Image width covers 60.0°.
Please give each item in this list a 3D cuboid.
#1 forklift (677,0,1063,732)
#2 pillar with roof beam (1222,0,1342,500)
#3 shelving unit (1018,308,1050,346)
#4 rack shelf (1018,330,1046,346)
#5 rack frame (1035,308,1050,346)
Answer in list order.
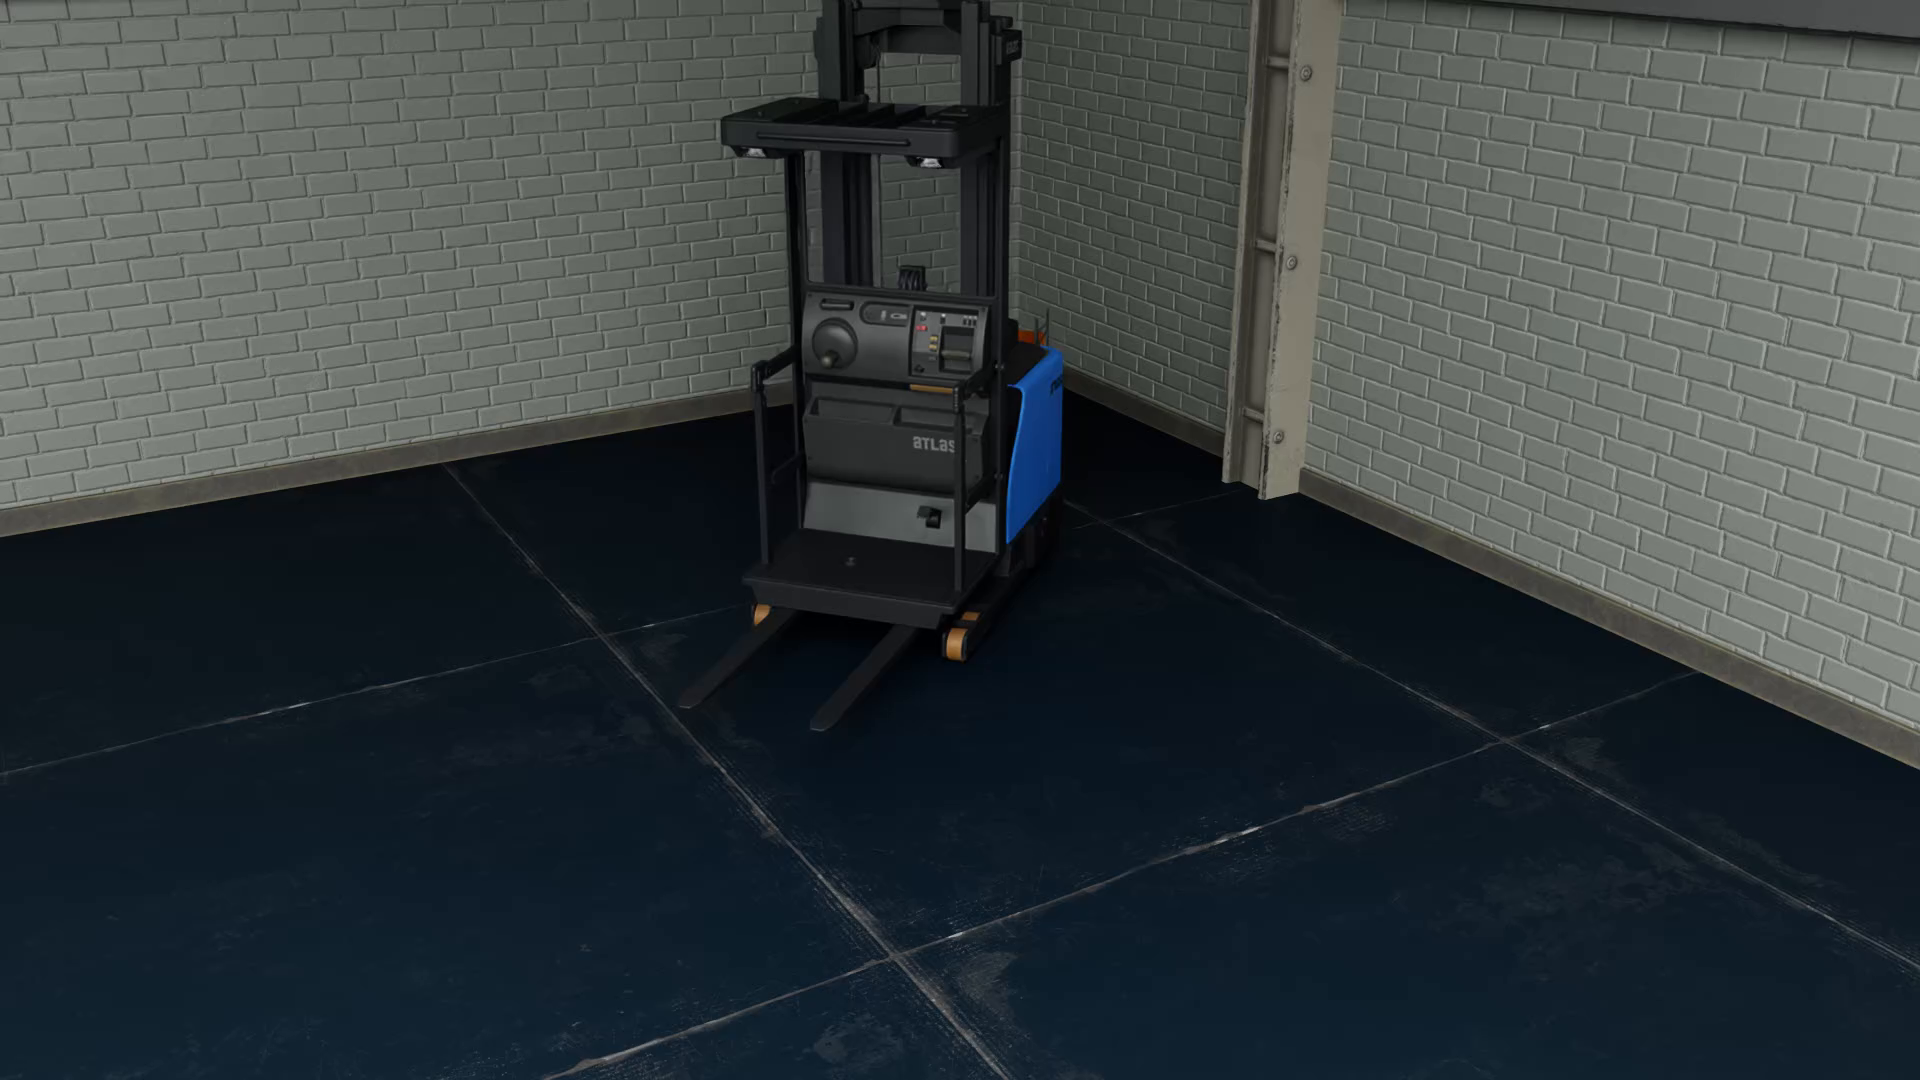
[{"bbox_3d":[-0.383,-0.951,7.758,1.130,2.935,3.031,7,23,18],"label":"forklift"},{"bbox_3d":[-1.865,-3.672,6.394,9.100,9.000,0.400,-13,25,-28],"label":"pillar with roof beam"},{"bbox_3d":[0.226,-0.732,9.519,0.503,1.200,0.258,7,23,18],"label":"shelving unit"},{"bbox_3d":[0.226,-1.096,9.371,0.480,0.148,0.258,7,23,18],"label":"rack shelf"},{"bbox_3d":[0.456,-0.702,9.446,0.015,1.200,0.240,7,23,18],"label":"rack frame"}]
